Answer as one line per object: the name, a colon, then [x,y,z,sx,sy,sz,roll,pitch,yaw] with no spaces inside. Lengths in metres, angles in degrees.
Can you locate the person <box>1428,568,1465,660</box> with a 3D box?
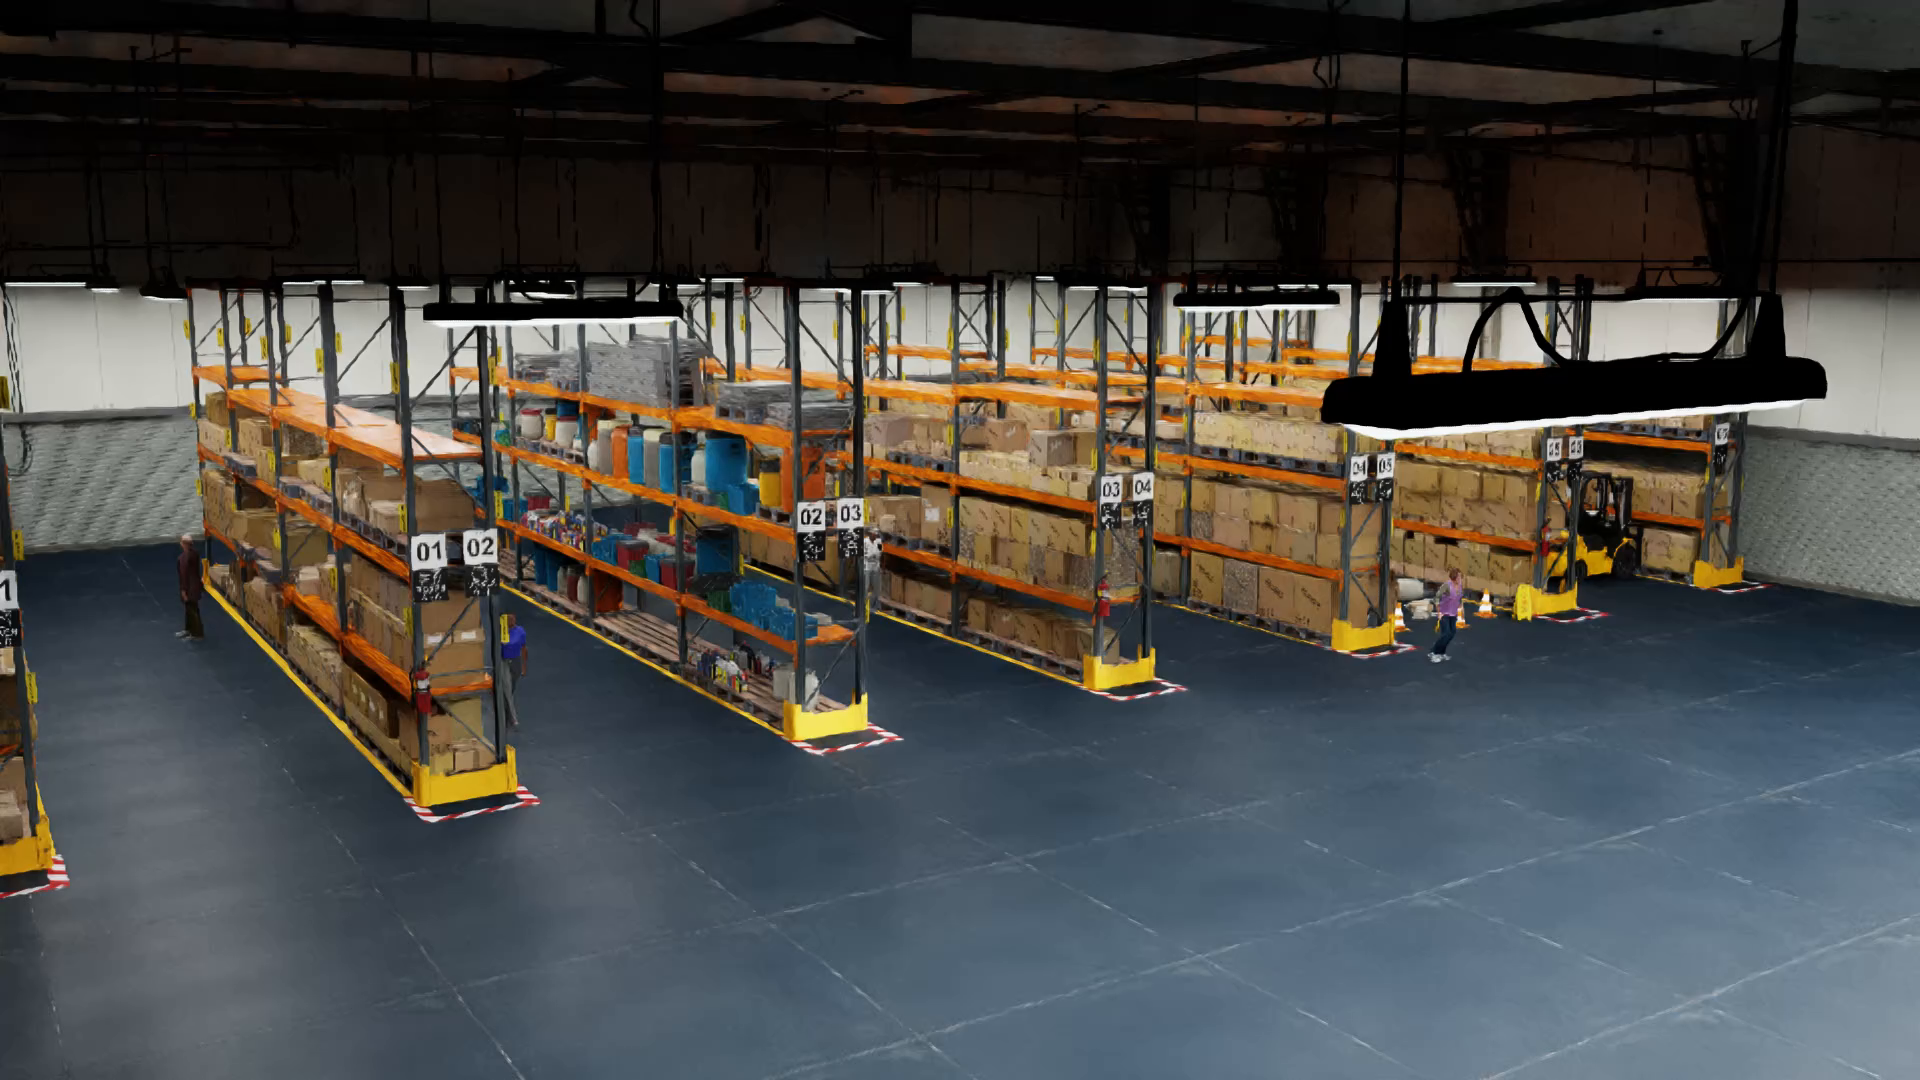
person: [7.735,1.175,26.431,0.566,1.541,0.519,-6,11,-33]

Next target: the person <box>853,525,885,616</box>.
person: [-1.564,0.502,28.550,0.592,1.608,0.532,-6,11,-33]

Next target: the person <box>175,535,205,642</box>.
person: [-12.952,0.793,27.858,0.551,1.782,0.636,0,10,-3]

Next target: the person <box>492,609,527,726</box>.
person: [-6.199,1.714,22.988,0.445,1.574,1.081,-7,12,-34]
